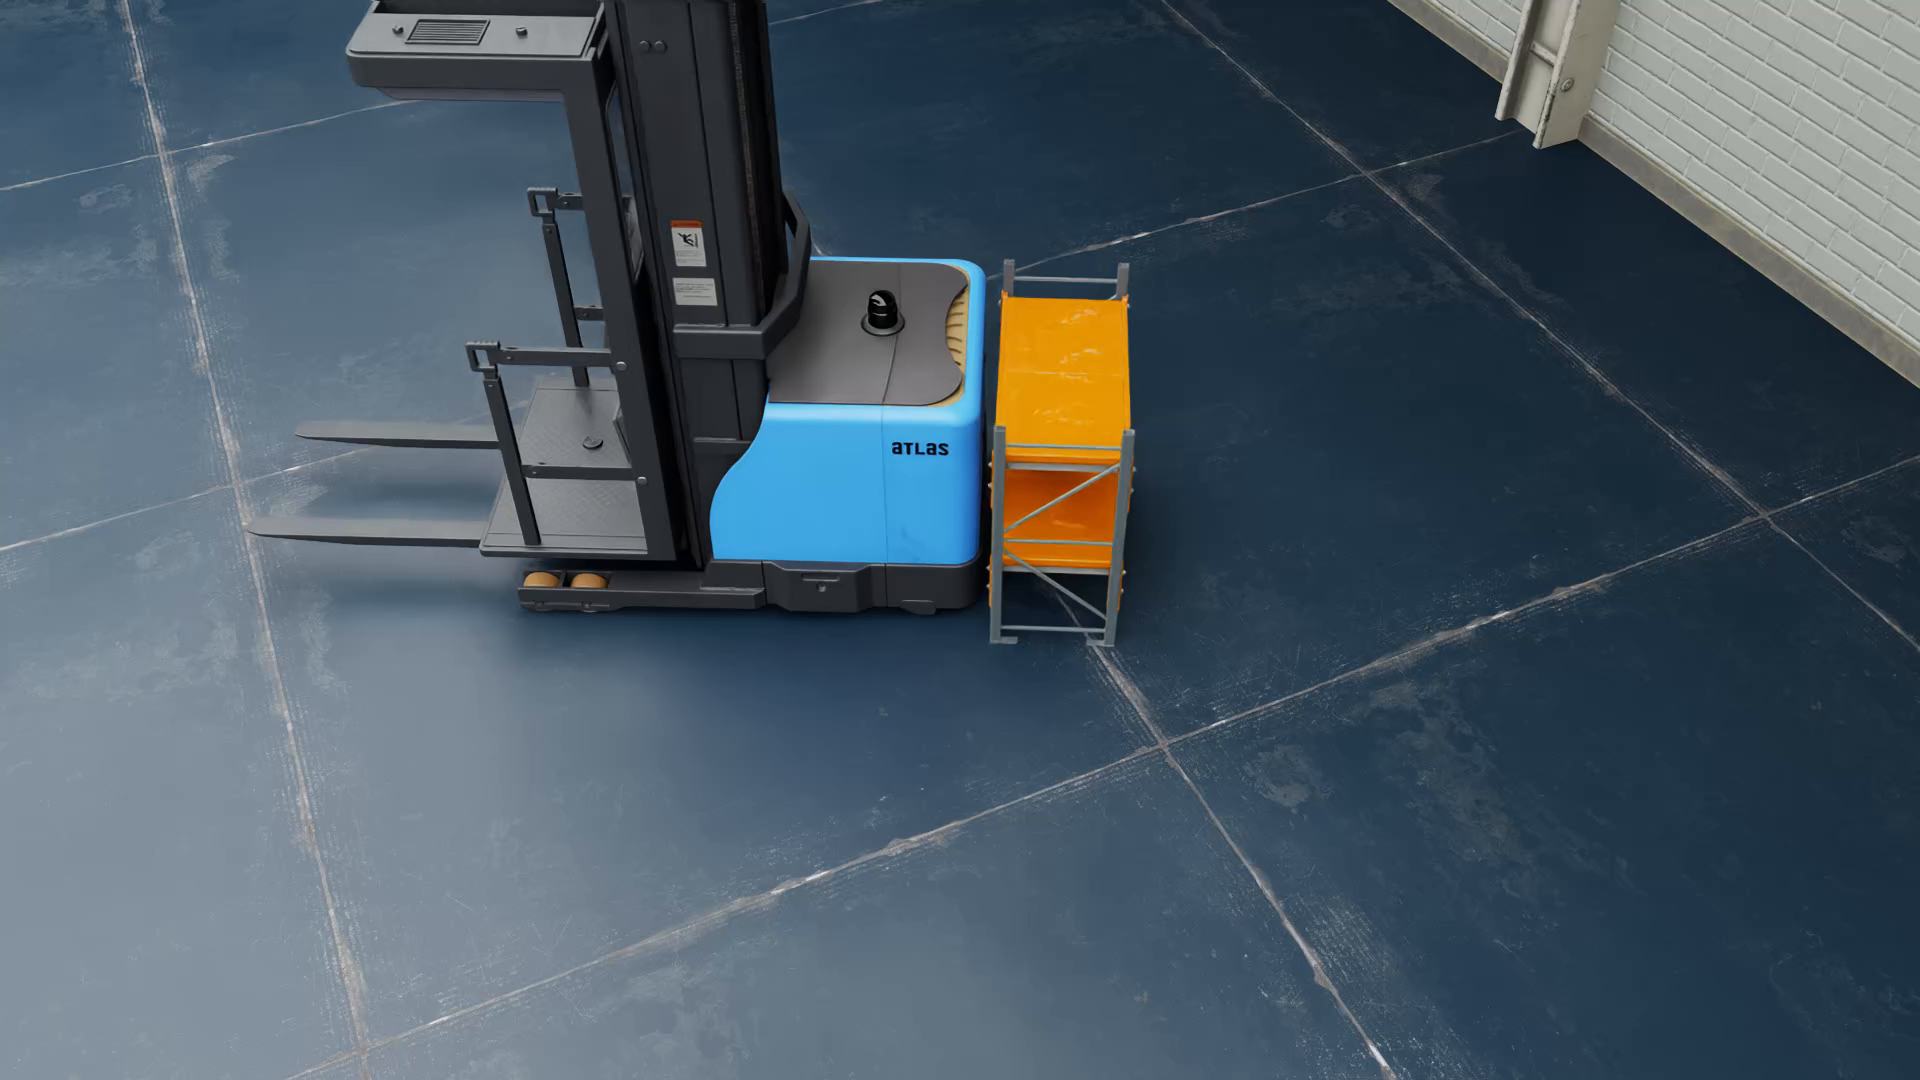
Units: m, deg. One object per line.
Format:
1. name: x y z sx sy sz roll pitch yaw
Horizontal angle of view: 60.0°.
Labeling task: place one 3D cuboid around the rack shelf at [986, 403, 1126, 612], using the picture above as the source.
1. rack shelf: 0.398 -0.172 6.840 0.538 0.278 1.000 2 45 2

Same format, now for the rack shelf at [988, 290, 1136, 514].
1. rack shelf: 0.398 -0.554 6.463 0.538 0.278 1.000 2 45 2

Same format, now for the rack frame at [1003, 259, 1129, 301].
1. rack frame: 0.425 -0.703 7.030 0.500 1.125 0.032 2 45 2

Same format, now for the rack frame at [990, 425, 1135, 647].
1. rack frame: 0.372 0.011 6.307 0.500 1.125 0.032 2 45 2

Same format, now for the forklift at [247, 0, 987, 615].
1. forklift: -1.410 -1.117 6.165 3.031 2.935 1.130 1 45 1

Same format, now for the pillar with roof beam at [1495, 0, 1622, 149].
1. pillar with roof beam: -0.600 -4.299 5.069 9.100 9.000 0.400 -18 47 -17

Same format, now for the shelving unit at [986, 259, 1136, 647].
1. shelving unit: 0.398 -0.346 6.668 0.538 1.125 1.048 2 45 2
